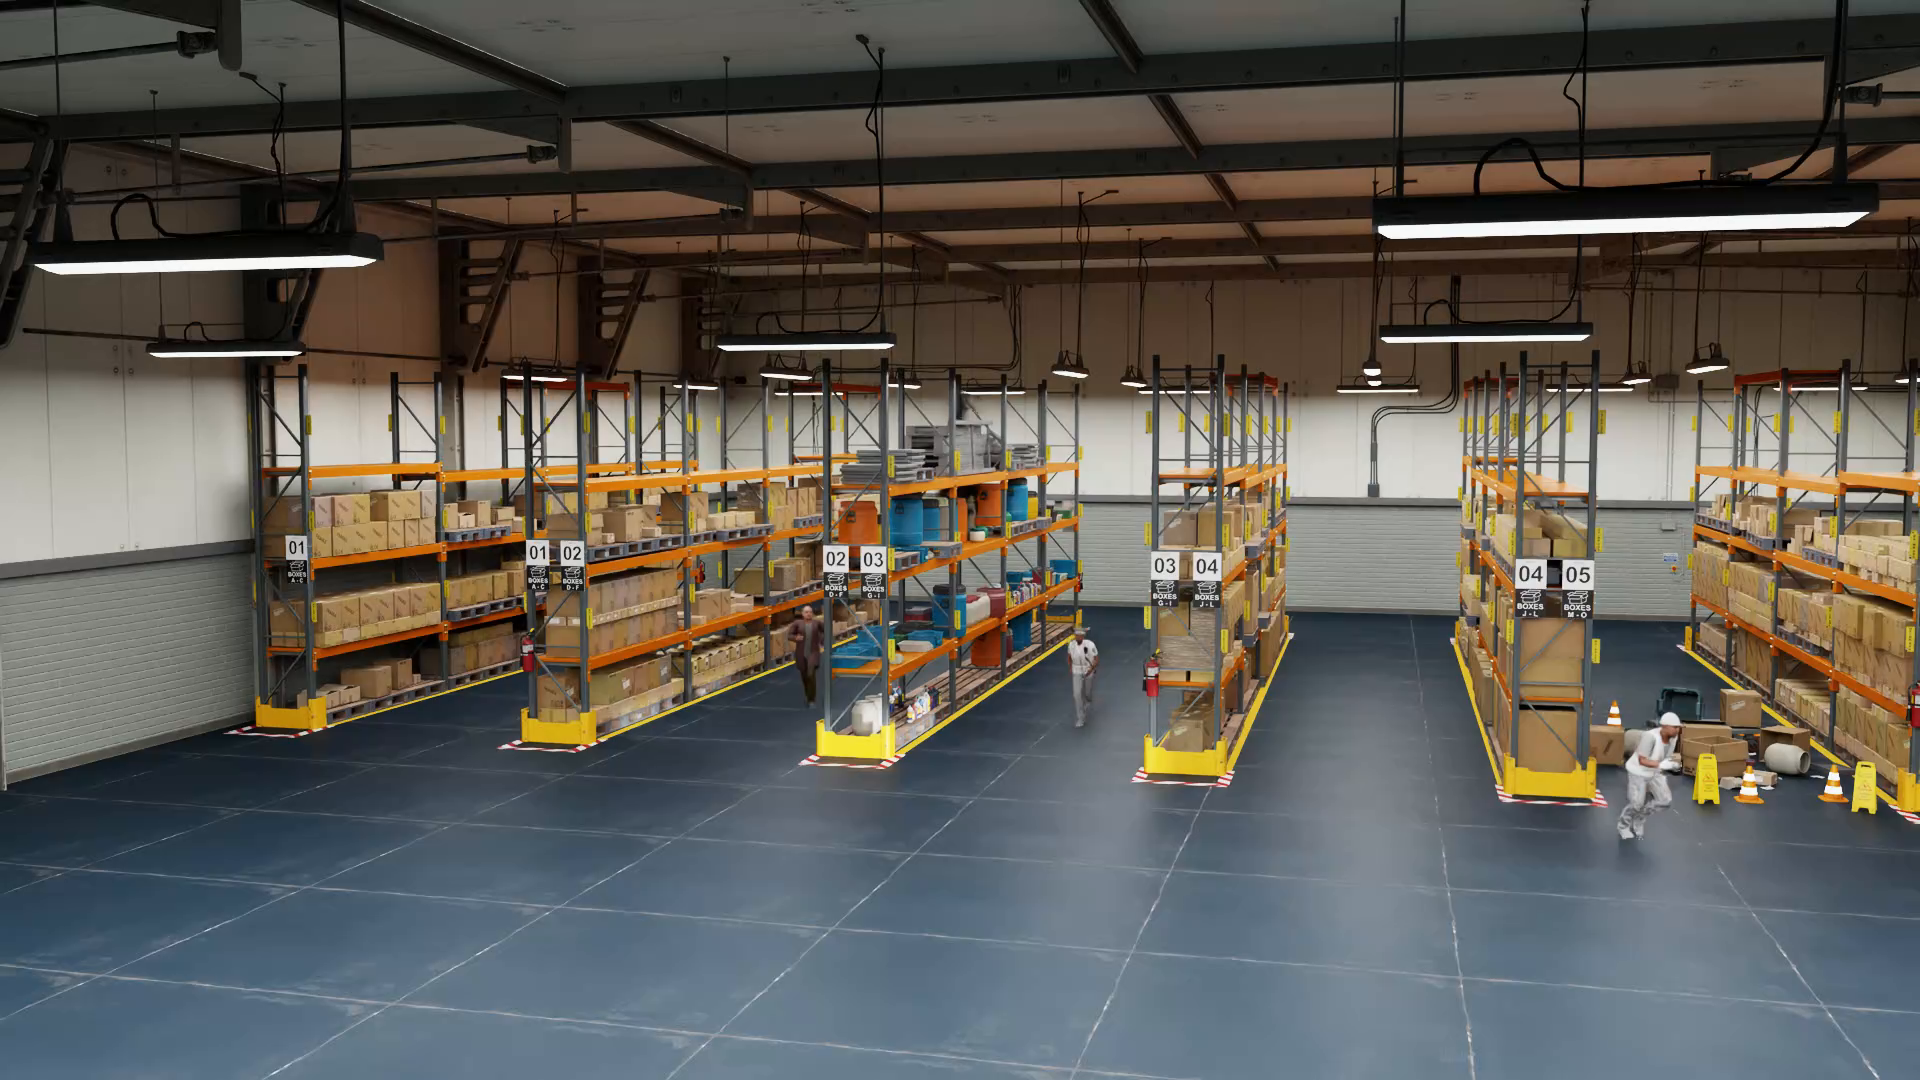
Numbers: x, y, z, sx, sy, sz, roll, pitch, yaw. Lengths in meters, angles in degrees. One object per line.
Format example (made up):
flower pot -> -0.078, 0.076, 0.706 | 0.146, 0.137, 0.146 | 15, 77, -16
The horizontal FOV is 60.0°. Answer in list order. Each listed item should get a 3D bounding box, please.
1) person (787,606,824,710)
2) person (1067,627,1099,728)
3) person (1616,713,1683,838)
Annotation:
person -> -2.734, 2.089, 29.564 | 0.668, 1.855, 0.861 | 0, 4, -1
person -> 2.070, 2.267, 27.980 | 0.575, 1.684, 1.008 | 1, 4, 13
person -> 8.297, 2.819, 19.884 | 0.708, 1.603, 0.917 | -2, 4, -28
